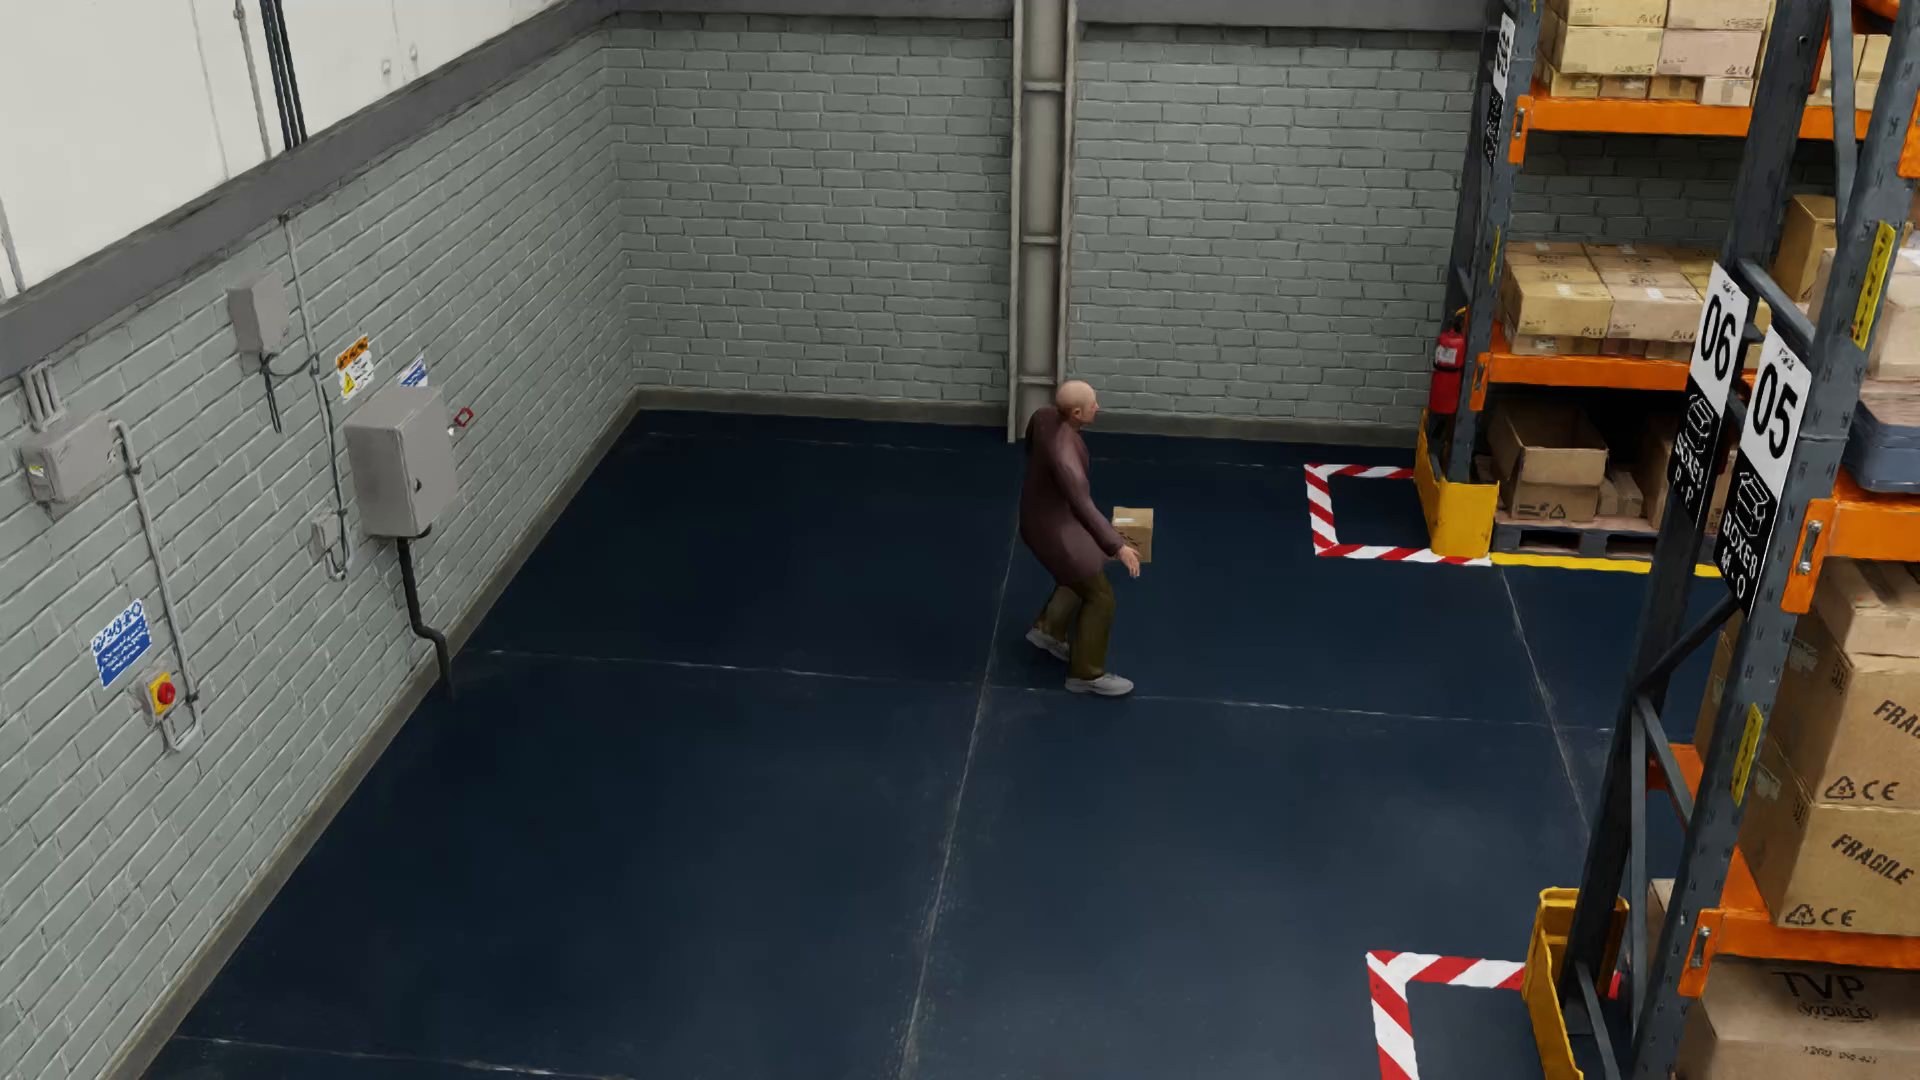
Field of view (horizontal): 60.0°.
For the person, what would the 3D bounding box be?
[{"bbox_3d":[0.596,-0.035,8.848,0.494,1.693,0.965,-8,29,-15],"label":"person"}]
